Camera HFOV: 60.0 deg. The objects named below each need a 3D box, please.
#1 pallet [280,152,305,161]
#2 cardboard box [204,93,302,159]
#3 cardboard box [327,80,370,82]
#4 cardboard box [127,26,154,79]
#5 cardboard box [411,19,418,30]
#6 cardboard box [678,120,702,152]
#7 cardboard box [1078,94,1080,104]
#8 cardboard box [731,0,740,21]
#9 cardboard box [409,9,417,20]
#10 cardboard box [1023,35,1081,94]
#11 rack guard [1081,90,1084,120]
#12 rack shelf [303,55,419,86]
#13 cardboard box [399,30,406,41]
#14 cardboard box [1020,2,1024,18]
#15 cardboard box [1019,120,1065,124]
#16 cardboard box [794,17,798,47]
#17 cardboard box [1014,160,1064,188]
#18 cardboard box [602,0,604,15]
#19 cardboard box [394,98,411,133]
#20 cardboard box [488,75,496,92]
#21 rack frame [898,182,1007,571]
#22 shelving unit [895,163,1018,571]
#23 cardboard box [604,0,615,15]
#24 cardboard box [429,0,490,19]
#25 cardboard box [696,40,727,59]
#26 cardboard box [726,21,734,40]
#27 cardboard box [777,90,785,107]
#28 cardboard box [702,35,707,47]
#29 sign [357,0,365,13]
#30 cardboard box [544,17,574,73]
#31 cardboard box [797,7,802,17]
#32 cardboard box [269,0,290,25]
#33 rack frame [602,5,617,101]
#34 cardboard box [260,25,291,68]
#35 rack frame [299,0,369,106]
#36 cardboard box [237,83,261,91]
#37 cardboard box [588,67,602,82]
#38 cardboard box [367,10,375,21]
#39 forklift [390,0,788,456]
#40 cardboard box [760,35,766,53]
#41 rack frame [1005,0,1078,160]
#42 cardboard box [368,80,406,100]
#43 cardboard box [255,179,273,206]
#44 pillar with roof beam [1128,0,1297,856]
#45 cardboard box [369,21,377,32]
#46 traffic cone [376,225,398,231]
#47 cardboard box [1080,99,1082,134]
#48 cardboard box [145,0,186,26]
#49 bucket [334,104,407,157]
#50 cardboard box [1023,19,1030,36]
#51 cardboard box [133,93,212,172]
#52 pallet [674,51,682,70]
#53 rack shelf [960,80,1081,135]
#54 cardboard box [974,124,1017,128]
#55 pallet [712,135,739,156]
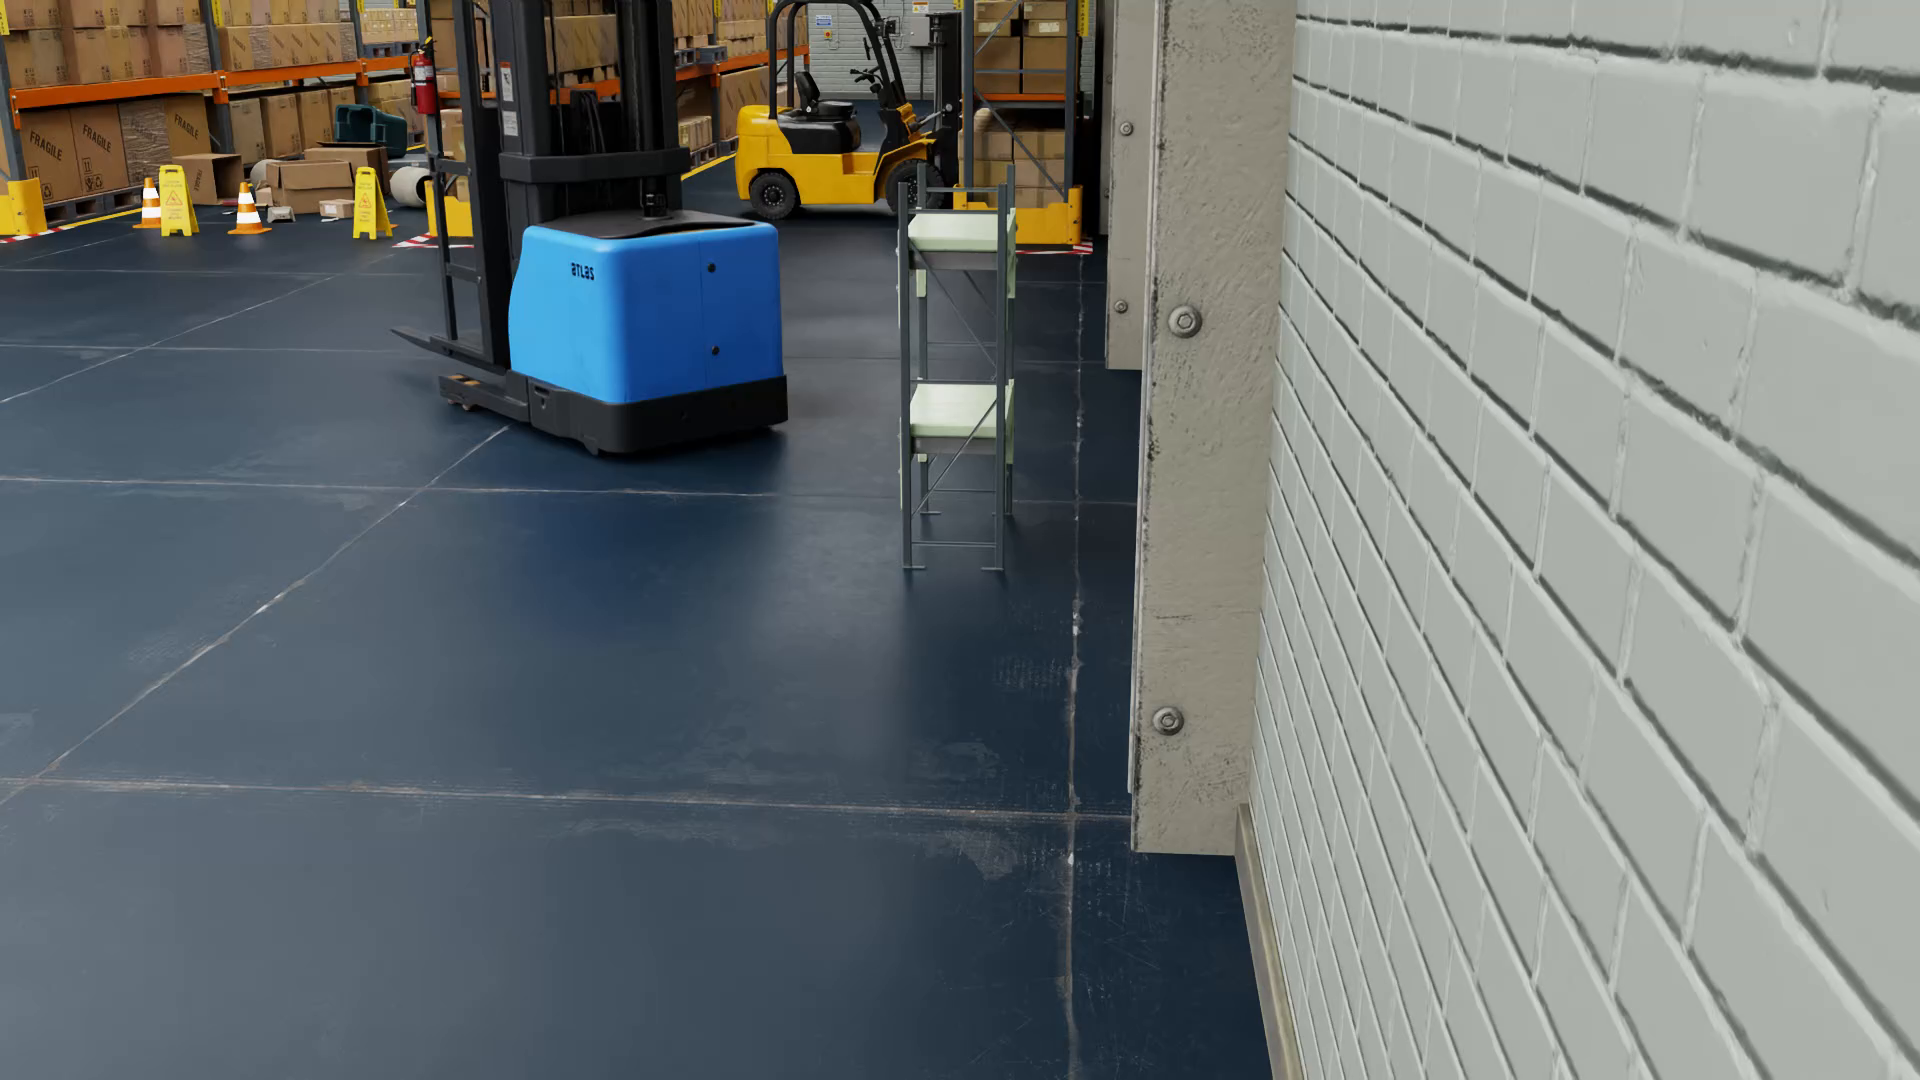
[{"bbox_3d":[-9.010,-4.916,21.588,1.003,0.211,1.213,1,18,4],"label":"pallet"},{"bbox_3d":[-9.048,-5.245,21.051,1.050,0.750,0.750,1,18,4],"label":"cardboard box"},{"bbox_3d":[-8.976,-6.606,24.401,0.500,0.250,0.500,2,18,5],"label":"cardboard box"},{"bbox_3d":[-9.263,-5.240,17.857,0.875,0.550,0.550,1,18,4],"label":"cardboard box"},{"bbox_3d":[-8.424,-7.789,25.127,0.380,0.149,0.250,1,18,4],"label":"cardboard box"},{"bbox_3d":[-3.939,-5.329,21.916,0.950,0.372,0.625,1,18,3],"label":"cardboard box"},{"bbox_3d":[1.501,-6.230,23.418,0.380,0.149,0.250,2,18,6],"label":"cardboard box"},{"bbox_3d":[-3.486,-7.768,24.047,0.500,0.500,0.500,2,18,5],"label":"cardboard box"},{"bbox_3d":[-8.430,-7.934,25.092,0.380,0.149,0.250,0,18,1],"label":"cardboard box"},{"bbox_3d":[0.846,-4.384,15.325,0.500,0.500,0.500,2,18,6],"label":"cardboard box"},{"bbox_3d":[1.675,-7.947,30.373,1.175,0.500,0.348,1,18,4],"label":"rack guard"},{"bbox_3d":[-8.645,-7.142,25.056,1.077,0.370,4.000,1,18,4],"label":"rack shelf"},{"bbox_3d":[-8.462,-7.489,24.690,0.380,0.149,0.250,2,18,5],"label":"cardboard box"},{"bbox_3d":[0.420,-5.037,15.798,0.380,0.149,0.250,1,18,4],"label":"cardboard box"},{"bbox_3d":[0.836,-4.012,16.487,0.500,0.250,0.500,1,18,4],"label":"cardboard box"},{"bbox_3d":[-3.119,-8.844,28.936,0.500,0.500,0.500,2,18,6],"label":"cardboard box"},{"bbox_3d":[0.774,-3.461,15.606,0.500,0.250,0.500,2,18,5],"label":"cardboard box"},{"bbox_3d":[-4.327,-6.078,19.342,0.500,0.500,0.500,1,18,3],"label":"cardboard box"},{"bbox_3d":[-8.451,-6.244,24.502,0.500,0.500,0.500,1,18,5],"label":"cardboard box"},{"bbox_3d":[-4.187,-4.280,15.572,0.380,0.149,0.250,1,18,4],"label":"cardboard box"},{"bbox_3d":[-0.027,-0.597,6.336,0.400,1.500,0.023,1,18,4],"label":"rack frame"},{"bbox_3d":[0.000,-0.711,6.683,0.431,1.500,0.755,1,18,4],"label":"shelving unit"},{"bbox_3d":[-3.811,-6.069,19.313,0.500,0.500,0.500,2,18,5],"label":"cardboard box"},{"bbox_3d":[-4.599,-5.126,15.506,0.700,0.500,0.500,1,18,3],"label":"cardboard box"},{"bbox_3d":[-3.558,-6.858,23.277,0.500,0.250,0.500,1,18,3],"label":"cardboard box"},{"bbox_3d":[-3.523,-7.262,23.706,0.500,0.250,0.500,2,18,5],"label":"cardboard box"},{"bbox_3d":[-3.405,-7.200,27.520,0.875,0.438,0.875,1,18,3],"label":"cardboard box"},{"bbox_3d":[-3.553,-6.592,21.953,0.380,0.149,0.250,1,18,3],"label":"cardboard box"},{"bbox_3d":[-8.235,-7.401,22.834,0.100,0.325,0.005,1,18,4],"label":"sign"},{"bbox_3d":[-4.073,-4.789,16.084,0.500,0.500,0.500,2,18,6],"label":"cardboard box"},{"bbox_3d":[-3.076,-9.473,29.248,0.500,0.500,0.500,1,18,4],"label":"cardboard box"},{"bbox_3d":[-8.937,-6.771,21.002,0.700,0.500,0.500,1,18,3],"label":"cardboard box"},{"bbox_3d":[-4.131,-5.541,19.016,1.000,3.000,0.127,1,18,4],"label":"rack frame"},{"bbox_3d":[-8.695,-6.137,20.674,0.500,0.500,0.500,1,18,4],"label":"cardboard box"},{"bbox_3d":[-8.789,-6.862,23.049,1.000,3.000,0.127,1,18,4],"label":"rack frame"},{"bbox_3d":[-13.186,-8.196,29.856,0.875,0.875,0.875,1,18,4],"label":"cardboard box"},{"bbox_3d":[-3.950,-4.840,17.280,0.380,0.149,0.250,1,18,4],"label":"cardboard box"},{"bbox_3d":[-8.546,-7.448,23.610,0.380,0.149,0.250,1,18,2],"label":"cardboard box"},{"bbox_3d":[-2.237,-2.189,8.897,1.130,2.935,3.031,-15,24,-39],"label":"forklift"},{"bbox_3d":[-3.338,-7.809,26.180,0.500,0.250,0.500,1,18,3],"label":"cardboard box"},{"bbox_3d":[1.107,-6.674,22.473,1.000,3.000,0.127,1,18,4],"label":"rack frame"},{"bbox_3d":[-8.461,-6.597,24.374,0.500,0.250,0.500,1,18,3],"label":"cardboard box"},{"bbox_3d":[-7.362,-3.746,17.928,0.396,0.266,0.258,4,19,13],"label":"cardboard box"},{"bbox_3d":[-3.672,-3.605,3.474,9.100,9.000,0.400,1,18,4],"label":"pillar with roof beam"},{"bbox_3d":[-8.536,-7.314,23.678,0.380,0.149,0.250,2,18,7],"label":"cardboard box"},{"bbox_3d":[-5.673,-3.255,16.115,0.336,0.463,0.334,1,18,4],"label":"traffic cone"},{"bbox_3d":[1.510,-6.126,24.141,0.500,0.500,0.500,2,18,7],"label":"cardboard box"},{"bbox_3d":[-9.060,-5.917,18.189,0.875,0.550,0.550,1,18,4],"label":"cardboard box"},{"bbox_3d":[-6.786,-4.693,19.244,0.726,0.611,0.620,8,10,23],"label":"bucket"},{"bbox_3d":[0.771,-4.722,15.315,0.380,0.149,0.250,1,18,4],"label":"cardboard box"},{"bbox_3d":[-9.190,-4.616,18.931,0.875,0.875,0.875,2,18,5],"label":"cardboard box"},{"bbox_3d":[-3.931,-5.684,19.760,1.003,0.211,1.213,1,18,4],"label":"pallet"},{"bbox_3d":[0.677,-4.468,16.898,1.077,0.370,4.000,1,18,4],"label":"rack shelf"},{"bbox_3d":[0.286,-3.866,16.039,0.500,0.250,0.500,2,18,5],"label":"cardboard box"},{"bbox_3d":[-3.712,-5.701,23.984,1.003,0.211,1.213,1,18,4],"label":"pallet"}]
